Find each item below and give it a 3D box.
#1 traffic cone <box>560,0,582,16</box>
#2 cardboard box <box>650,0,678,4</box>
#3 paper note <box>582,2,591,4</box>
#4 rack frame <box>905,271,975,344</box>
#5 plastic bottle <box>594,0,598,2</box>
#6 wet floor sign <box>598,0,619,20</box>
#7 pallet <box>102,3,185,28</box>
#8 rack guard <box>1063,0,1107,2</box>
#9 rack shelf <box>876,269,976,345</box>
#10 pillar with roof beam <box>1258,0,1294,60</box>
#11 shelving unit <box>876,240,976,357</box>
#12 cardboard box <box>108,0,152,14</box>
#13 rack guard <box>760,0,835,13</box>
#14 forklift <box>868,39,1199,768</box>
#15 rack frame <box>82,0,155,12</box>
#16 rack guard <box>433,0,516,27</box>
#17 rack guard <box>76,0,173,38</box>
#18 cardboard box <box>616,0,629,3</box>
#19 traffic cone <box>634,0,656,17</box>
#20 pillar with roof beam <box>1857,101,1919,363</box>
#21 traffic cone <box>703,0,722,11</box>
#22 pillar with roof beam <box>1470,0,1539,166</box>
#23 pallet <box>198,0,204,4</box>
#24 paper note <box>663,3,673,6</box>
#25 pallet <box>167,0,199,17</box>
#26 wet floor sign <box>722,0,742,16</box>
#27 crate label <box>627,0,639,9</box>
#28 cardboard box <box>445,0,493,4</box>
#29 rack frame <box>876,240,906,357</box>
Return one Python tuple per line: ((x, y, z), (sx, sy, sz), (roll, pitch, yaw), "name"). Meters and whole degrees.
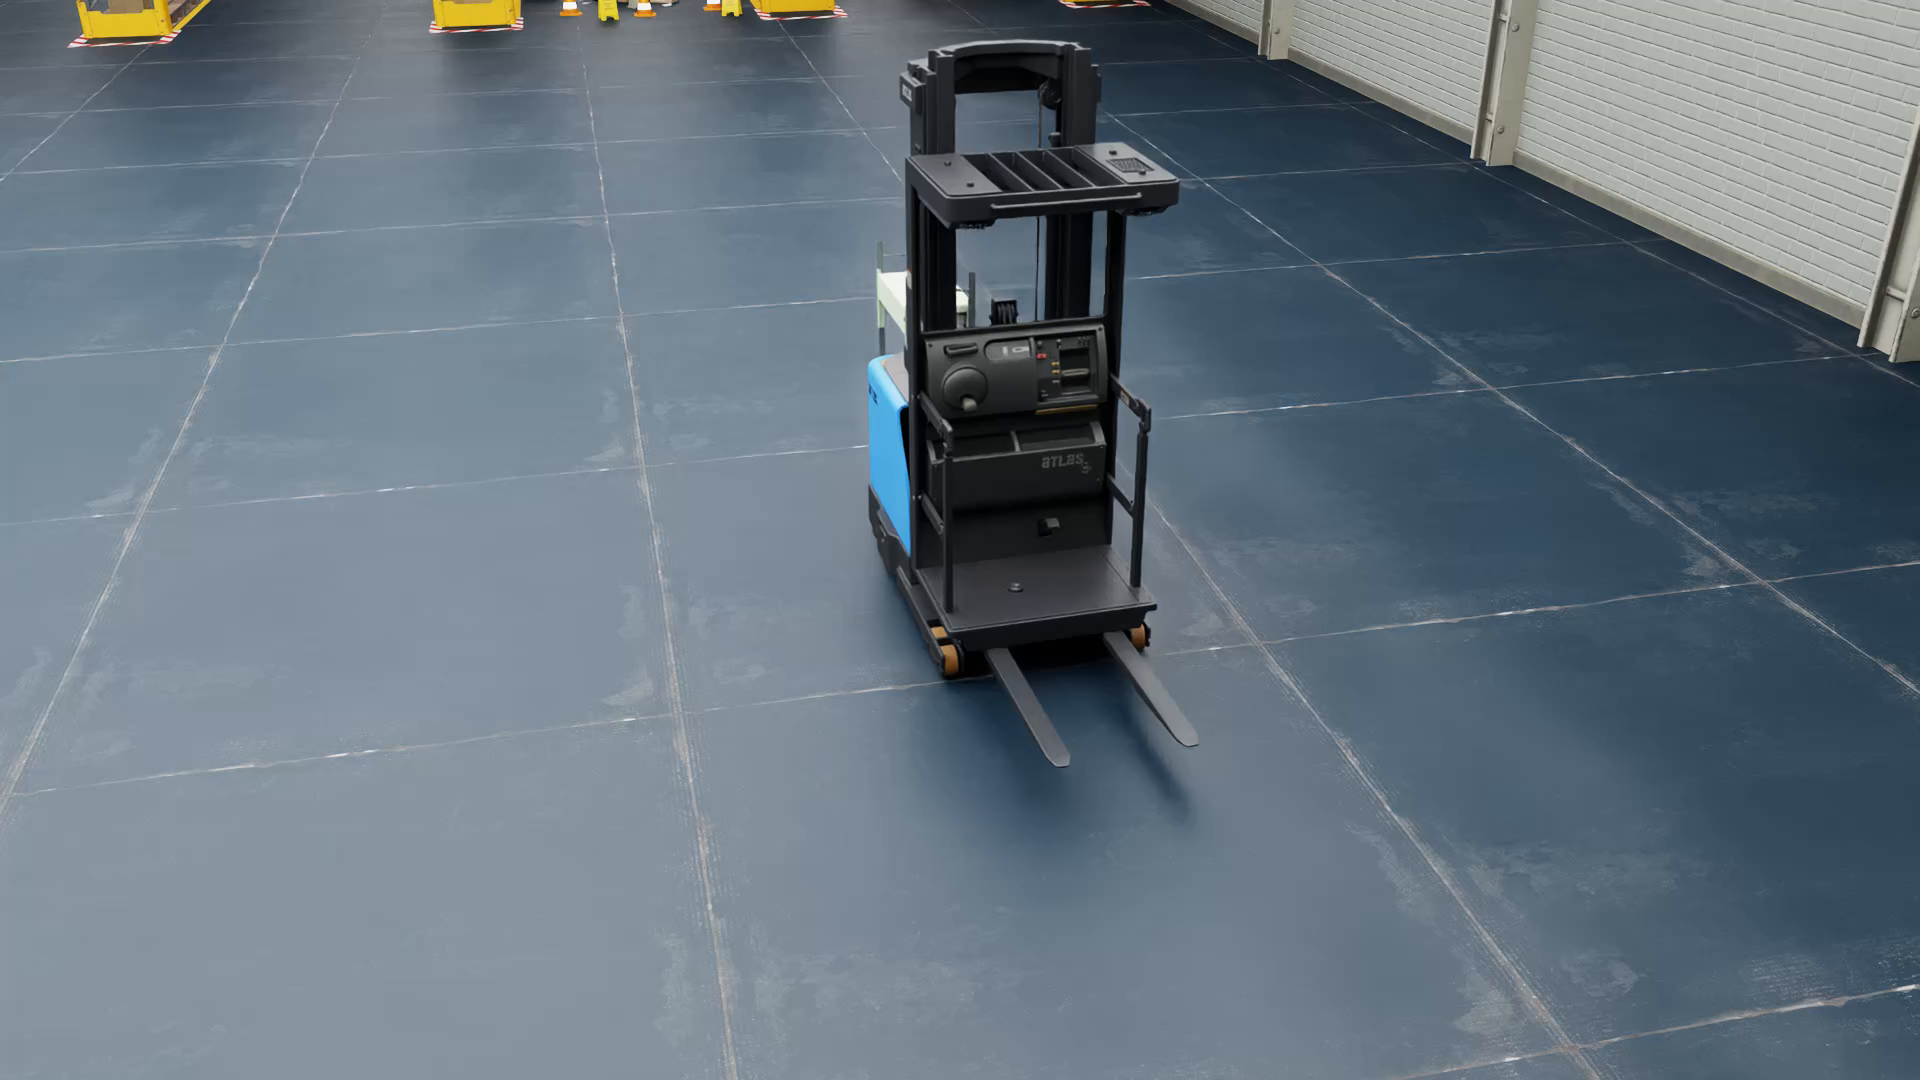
((-6.106, -8.457, 25.991), (0.336, 0.463, 0.334), (-6, 27, -12), "traffic cone")
((-4.833, -8.856, 27.131), (0.380, 0.149, 0.250), (8, 28, 15), "cardboard box")
((-6.060, -8.728, 27.010), (0.144, 0.017, 0.142), (3, 27, 6), "paper note")
((-0.112, -0.834, 9.738), (0.400, 1.500, 0.023), (-7, 28, -14), "rack frame")
((-5.969, -8.894, 27.304), (0.133, 0.061, 0.283), (-16, 31, -29), "plastic bottle")
((-5.434, -8.349, 25.575), (0.267, 0.644, 0.232), (-11, 29, -20), "wet floor sign")
((-12.391, -7.901, 25.170), (1.003, 0.211, 1.213), (-6, 27, -12), "pallet")
((2.271, -9.138, 27.300), (1.175, 0.500, 0.348), (-6, 27, -12), "rack guard")
((-0.210, -1.341, 9.877), (0.431, 0.370, 0.720), (-7, 28, -14), "rack shelf")
((0.144, -10.269, 20.108), (9.100, 9.000, 0.400), (-6, 27, -12), "pillar with roof beam")
((-0.210, -0.993, 10.053), (0.431, 1.500, 0.755), (-7, 28, -14), "shelving unit")
((-12.349, -8.100, 24.777), (0.500, 0.500, 0.500), (-1, 27, -2), "cardboard box")
((-2.587, -8.676, 26.385), (1.175, 0.500, 0.348), (-6, 27, -12), "rack guard")
((0.346, -0.811, 8.105), (1.130, 2.935, 3.031), (-7, 28, -14), "forklift")
((-12.225, -8.752, 23.762), (1.000, 3.000, 0.127), (-6, 27, -12), "rack frame")
((-7.364, -8.085, 25.214), (1.175, 0.500, 0.348), (-6, 27, -12), "rack guard")
((-12.242, -7.670, 24.391), (1.175, 0.500, 0.348), (-6, 27, -12), "rack guard")
((-5.432, -9.158, 27.336), (0.637, 0.503, 0.797), (19, 32, 32), "cardboard box")
((-4.928, -8.422, 25.922), (0.336, 0.463, 0.334), (-6, 27, -12), "traffic cone")
((2.849, -5.001, 9.670), (9.100, 9.000, 0.400), (-6, 27, -12), "pillar with roof beam")
((-3.924, -8.684, 26.441), (0.336, 0.463, 0.334), (-6, 27, -12), "traffic cone")
((1.497, -7.635, 14.889), (9.100, 9.000, 0.400), (-6, 27, -12), "pillar with roof beam")
((-12.940, -8.972, 27.292), (1.003, 0.211, 1.213), (-6, 27, -12), "pallet")
((-4.722, -8.646, 26.846), (0.148, 0.019, 0.142), (-16, 31, -29), "paper note")
((-12.662, -8.436, 26.229), (1.003, 0.211, 1.213), (-6, 27, -12), "pallet")
((-3.569, -8.516, 25.905), (0.267, 0.644, 0.232), (3, 27, 6), "wet floor sign")
((-5.166, -8.615, 26.667), (0.250, 0.136, 0.298), (-23, 35, -38), "crate label")
((-7.587, -8.742, 25.632), (0.875, 0.875, 0.875), (-6, 27, -11), "cardboard box")
((-0.307, -1.152, 10.368), (0.400, 1.500, 0.023), (-7, 28, -14), "rack frame")
